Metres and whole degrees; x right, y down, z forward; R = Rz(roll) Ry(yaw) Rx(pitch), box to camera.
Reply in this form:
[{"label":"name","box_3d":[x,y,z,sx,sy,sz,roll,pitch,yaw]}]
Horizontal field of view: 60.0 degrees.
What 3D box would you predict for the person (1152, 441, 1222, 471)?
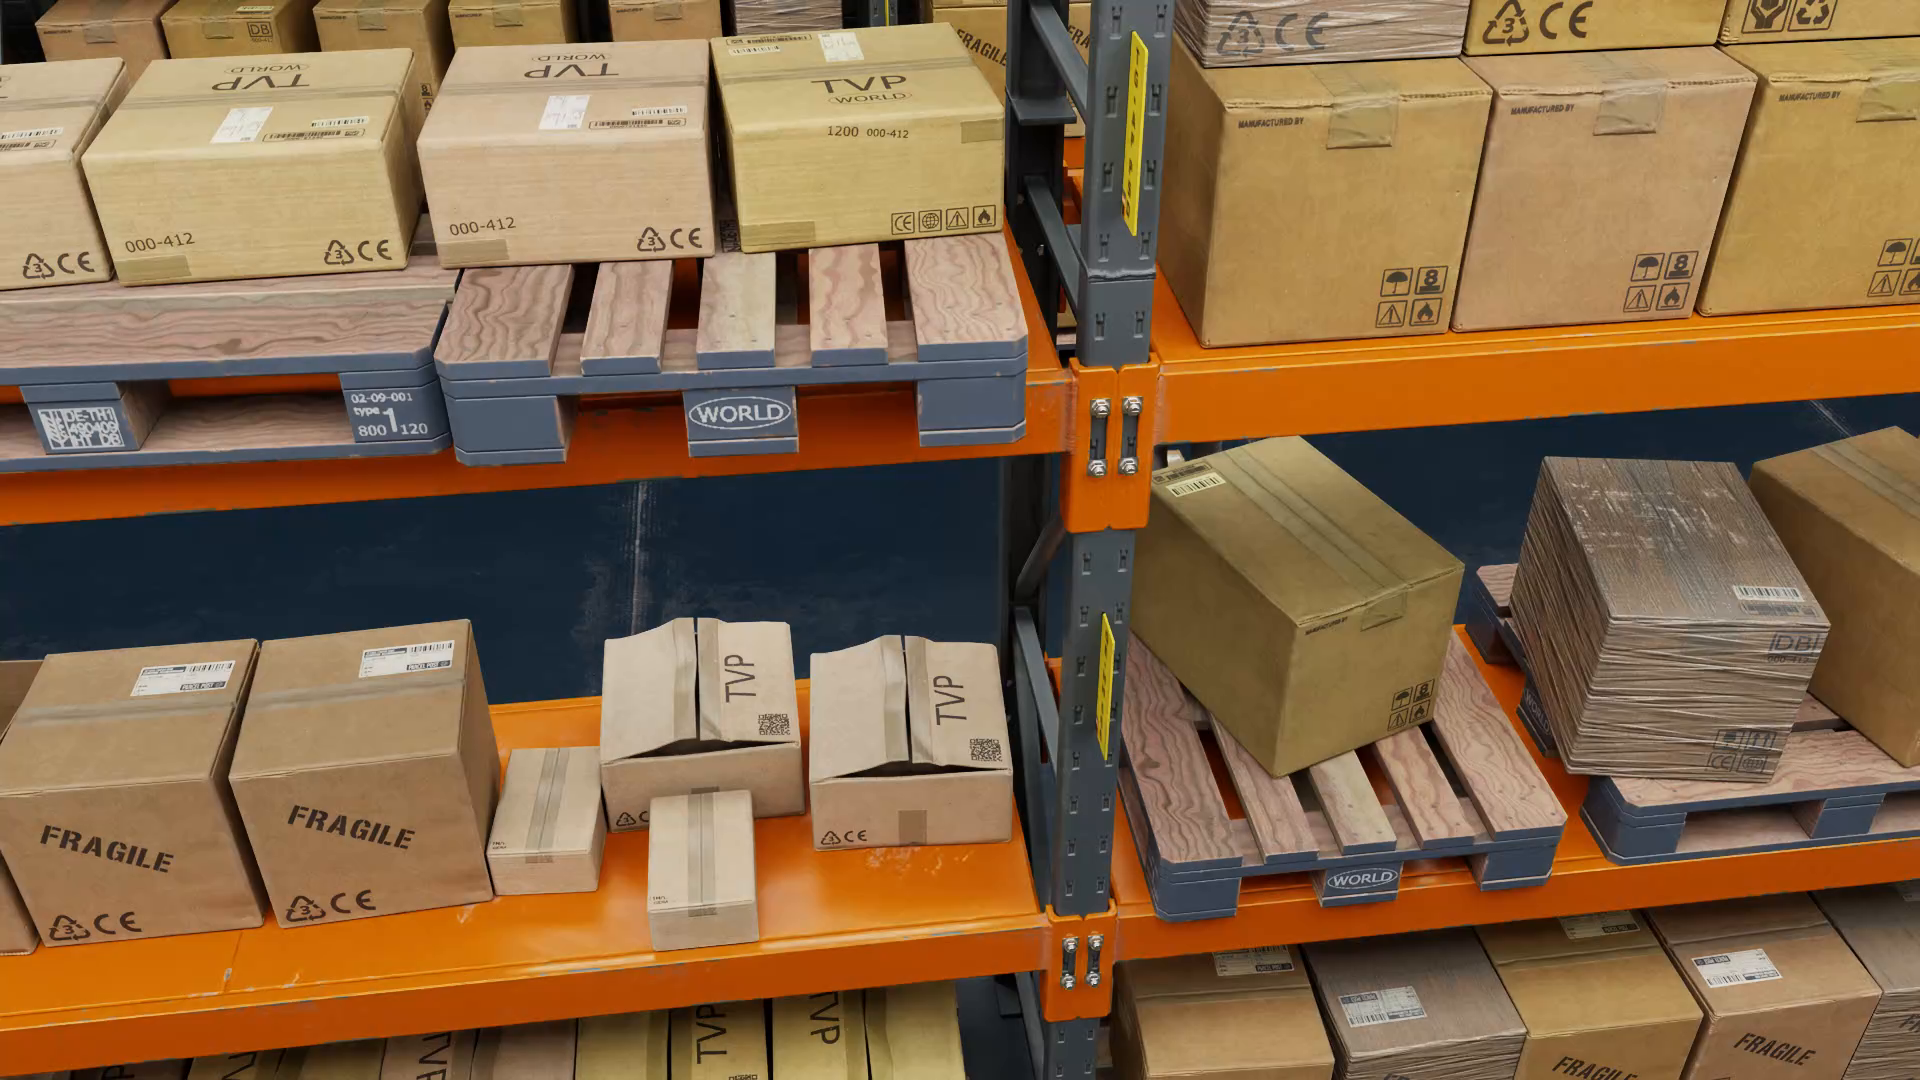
[{"label":"person","box_3d":[0.960,-0.688,7.131,0.517,1.655,0.427,-6,35,-8]}]
